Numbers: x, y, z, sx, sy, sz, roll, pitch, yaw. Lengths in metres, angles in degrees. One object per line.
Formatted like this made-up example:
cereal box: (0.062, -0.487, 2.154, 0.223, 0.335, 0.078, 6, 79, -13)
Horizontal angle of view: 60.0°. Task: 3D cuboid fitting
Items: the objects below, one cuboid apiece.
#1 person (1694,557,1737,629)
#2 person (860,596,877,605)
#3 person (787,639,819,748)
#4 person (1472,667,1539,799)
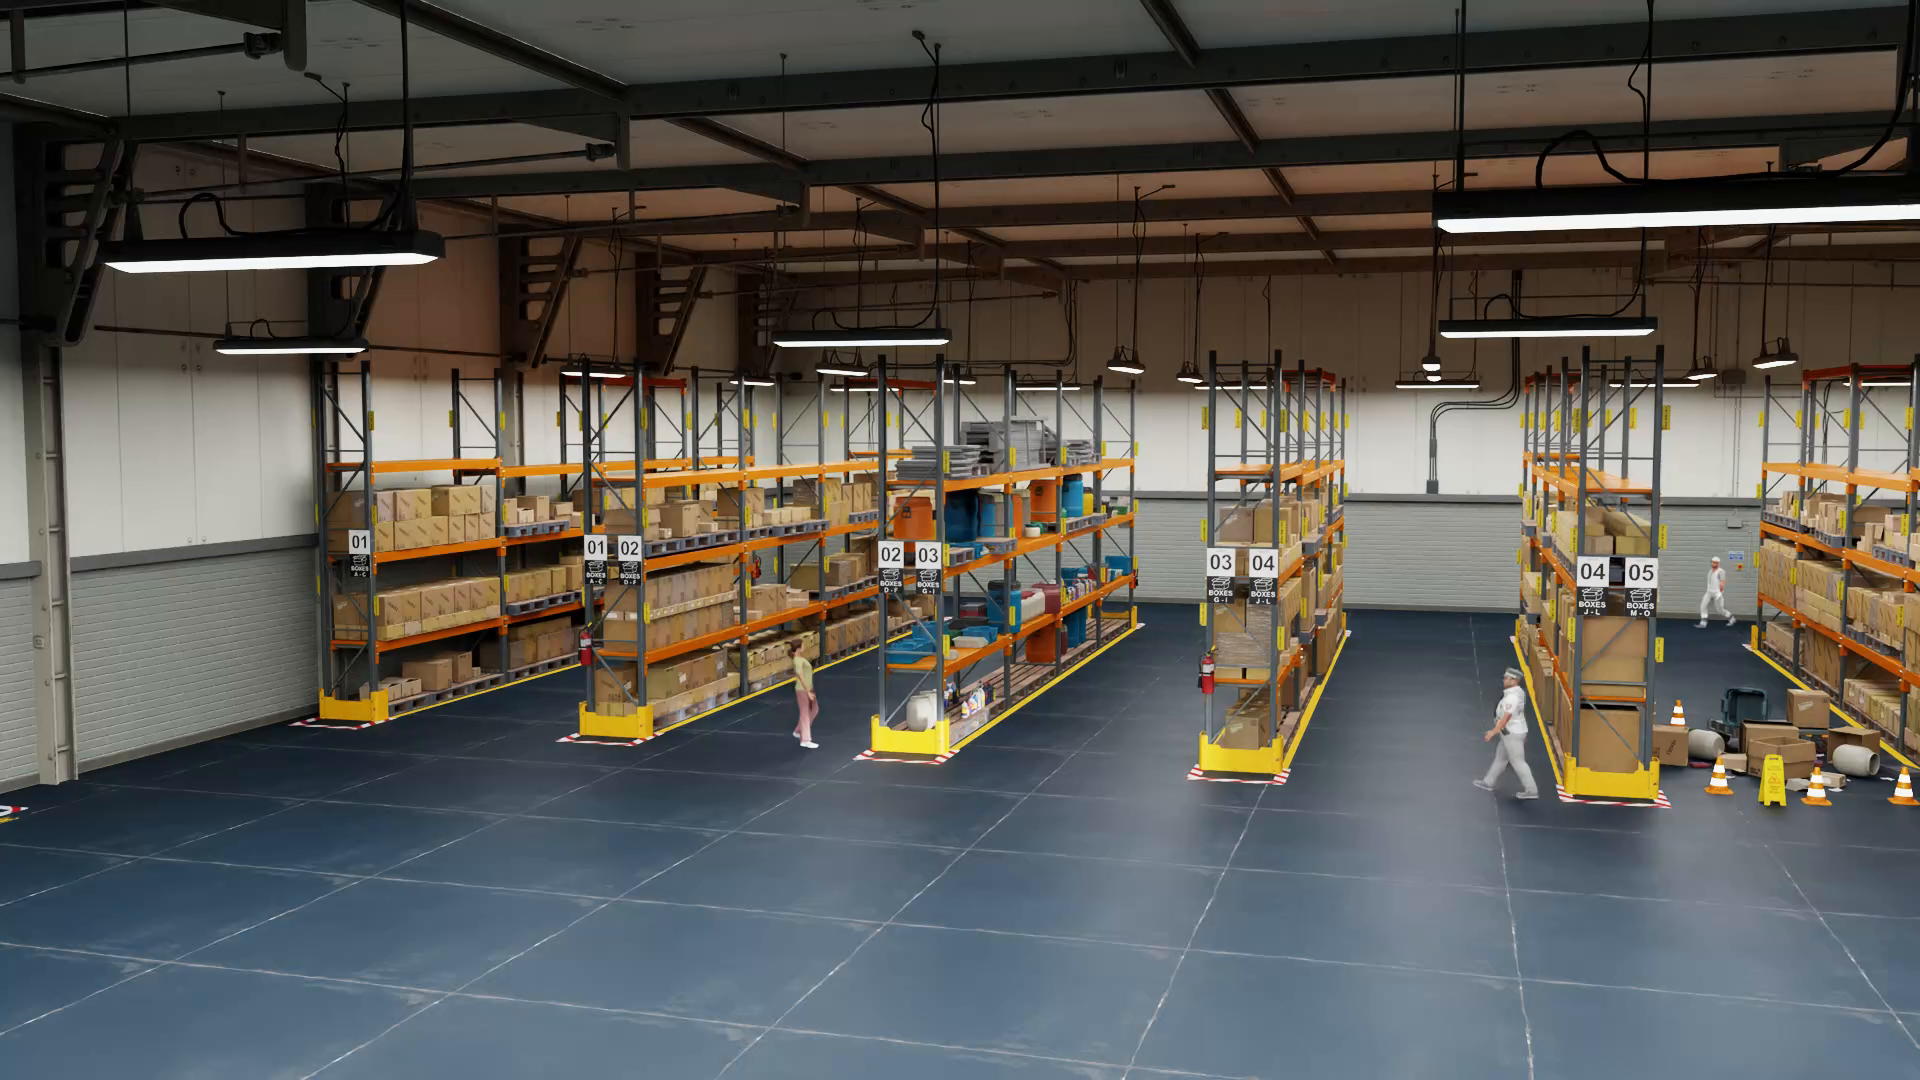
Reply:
person: (18.190, 1.269, 40.040, 0.988, 1.744, 0.642, -1, 4, -12)
person: (-2.340, 1.093, 42.637, 0.787, 1.751, 0.591, -1, 4, -14)
person: (-2.394, 2.343, 25.605, 0.491, 1.667, 0.555, 0, 4, 6)
person: (7.237, 2.538, 22.099, 0.968, 1.726, 0.610, 3, 5, 35)
